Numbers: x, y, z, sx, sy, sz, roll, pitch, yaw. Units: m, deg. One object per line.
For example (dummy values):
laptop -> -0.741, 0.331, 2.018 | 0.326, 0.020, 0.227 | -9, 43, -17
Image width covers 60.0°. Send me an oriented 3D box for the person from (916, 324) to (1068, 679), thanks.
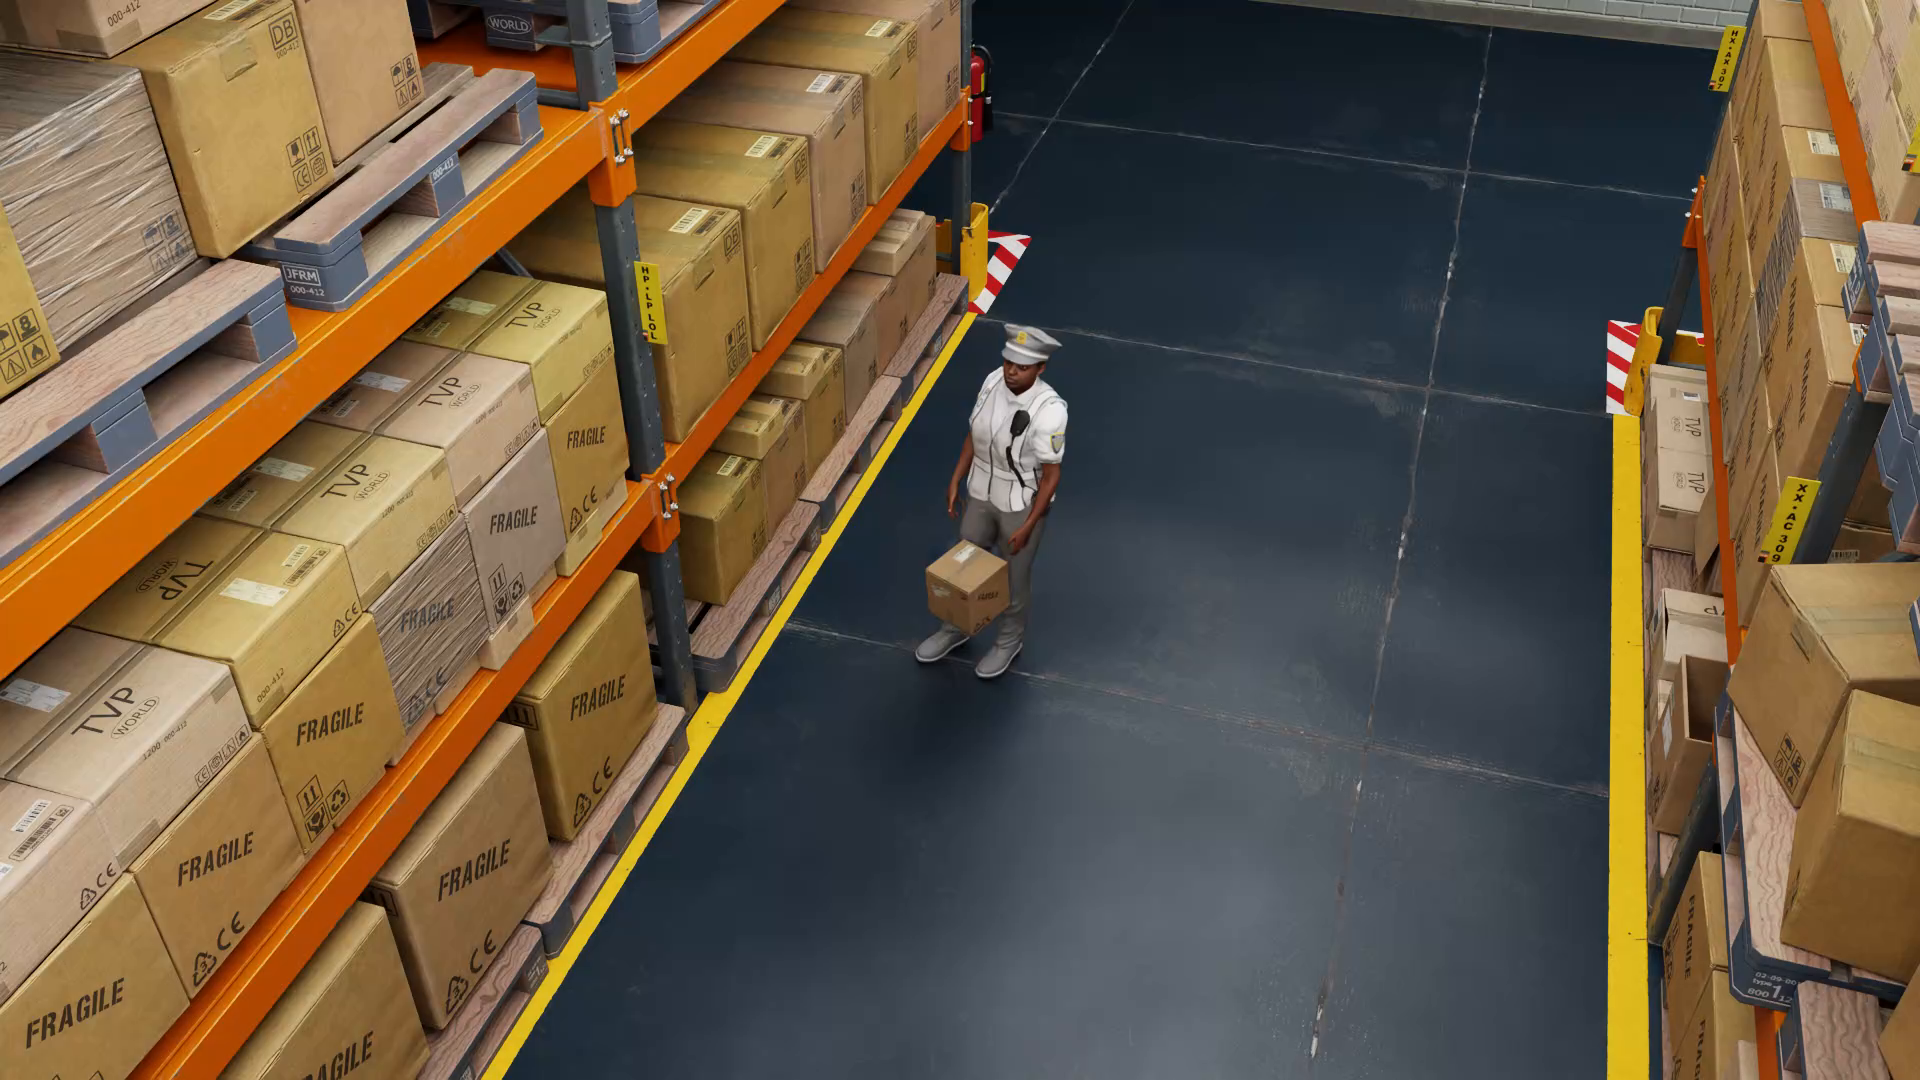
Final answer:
person -> 0.148, -0.151, 7.045 | 0.543, 1.698, 0.528 | 29, 46, 33
